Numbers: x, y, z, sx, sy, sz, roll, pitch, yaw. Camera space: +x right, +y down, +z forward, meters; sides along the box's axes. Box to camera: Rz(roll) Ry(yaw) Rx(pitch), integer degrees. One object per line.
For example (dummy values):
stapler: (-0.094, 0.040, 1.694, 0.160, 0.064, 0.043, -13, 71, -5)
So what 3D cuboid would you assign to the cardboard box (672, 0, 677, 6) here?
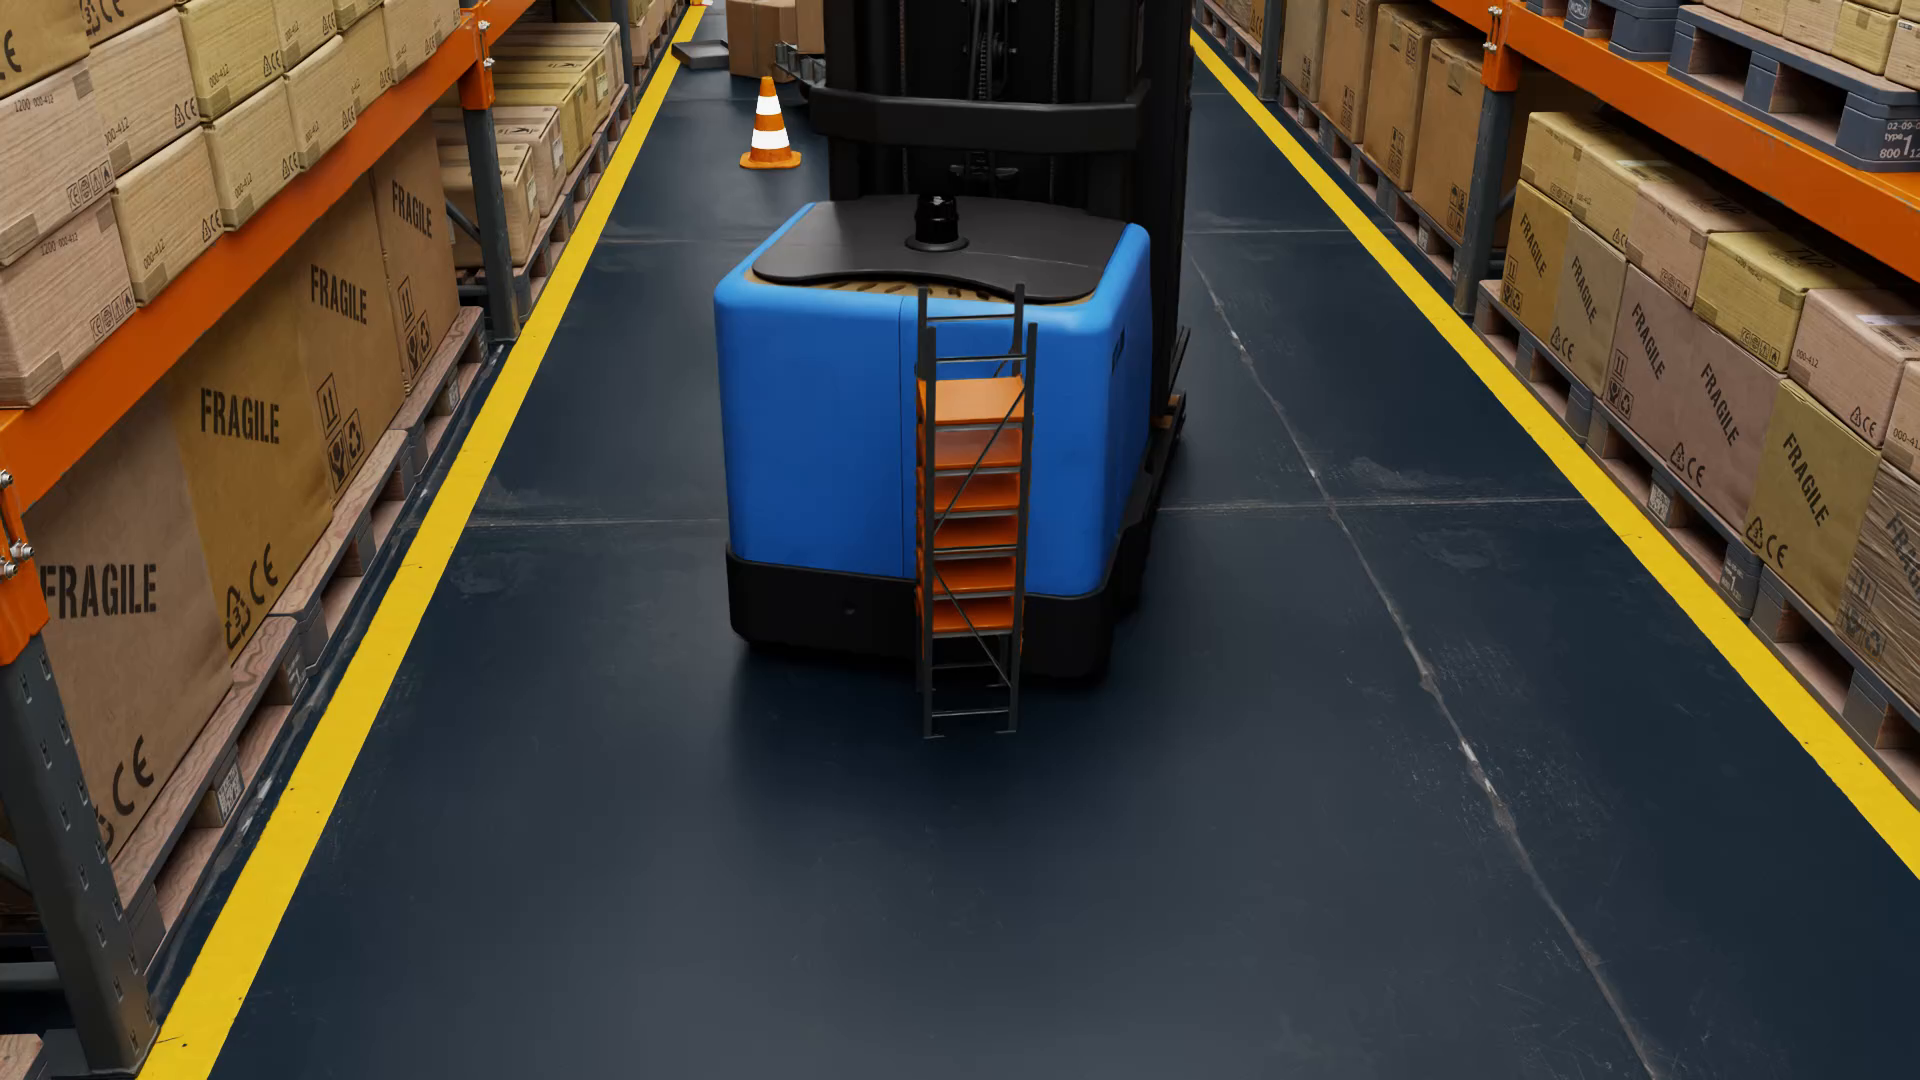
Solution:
cardboard box: (-2.402, -4.201, 12.580, 0.500, 0.250, 0.500, -1, 28, -2)

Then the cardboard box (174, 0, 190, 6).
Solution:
cardboard box: (-1.919, -1.462, 3.621, 0.500, 0.500, 0.500, -2, 28, -4)

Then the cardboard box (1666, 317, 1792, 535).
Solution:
cardboard box: (2.493, -0.352, 4.931, 0.500, 0.500, 0.500, -2, 28, -4)

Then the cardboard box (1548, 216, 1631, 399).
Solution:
cardboard box: (2.435, -0.825, 5.837, 0.500, 0.500, 0.500, -1, 28, -2)

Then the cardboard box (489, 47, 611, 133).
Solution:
cardboard box: (-2.452, -2.440, 9.072, 0.950, 0.372, 0.625, 0, 28, 1)

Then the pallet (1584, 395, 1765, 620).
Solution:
pallet: (2.724, -0.153, 5.314, 1.003, 0.211, 1.213, -1, 28, -3)

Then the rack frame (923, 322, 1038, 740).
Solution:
rack frame: (0.036, 0.021, 3.924, 0.240, 1.200, 0.006, -3, 37, -6)

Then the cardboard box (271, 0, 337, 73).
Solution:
cardboard box: (-1.930, -1.371, 4.257, 0.500, 0.250, 0.500, -2, 28, -4)

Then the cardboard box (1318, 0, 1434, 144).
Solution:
cardboard box: (2.584, -2.618, 9.004, 1.050, 0.750, 0.750, -1, 28, -3)

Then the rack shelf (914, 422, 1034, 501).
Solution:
rack shelf: (0.029, -0.190, 3.881, 0.258, 0.103, 0.180, -3, 37, -6)

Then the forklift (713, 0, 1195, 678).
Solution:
forklift: (0.191, -1.598, 5.145, 1.130, 2.935, 3.031, 6, 28, 12)

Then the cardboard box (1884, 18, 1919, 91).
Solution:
cardboard box: (2.556, -1.197, 4.120, 0.380, 0.149, 0.250, -3, 28, -5)

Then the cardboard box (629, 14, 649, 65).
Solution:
cardboard box: (-2.284, -3.239, 10.736, 0.500, 0.250, 0.500, -3, 28, -5)

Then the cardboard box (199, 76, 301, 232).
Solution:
cardboard box: (-1.904, -0.918, 3.928, 0.500, 0.250, 0.500, -2, 28, -3)

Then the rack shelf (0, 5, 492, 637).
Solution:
rack shelf: (-2.210, -0.903, 4.516, 1.077, 0.370, 4.000, -1, 28, -3)

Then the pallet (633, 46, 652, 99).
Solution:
pallet: (-2.594, -3.066, 10.900, 1.003, 0.211, 1.213, -1, 28, -3)

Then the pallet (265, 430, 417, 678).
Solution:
pallet: (-2.288, 0.019, 4.986, 1.003, 0.211, 1.213, -1, 28, -3)

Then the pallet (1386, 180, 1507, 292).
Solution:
pallet: (2.658, -1.441, 7.786, 1.003, 0.211, 1.213, -1, 28, -3)

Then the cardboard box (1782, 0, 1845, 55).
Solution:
cardboard box: (2.529, -1.443, 4.590, 0.380, 0.149, 0.250, -2, 28, -4)

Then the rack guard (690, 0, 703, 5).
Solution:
rack guard: (-2.728, -4.697, 13.715, 1.175, 0.500, 0.348, -1, 28, -3)

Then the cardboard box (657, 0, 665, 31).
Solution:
cardboard box: (-2.354, -3.730, 11.678, 0.500, 0.250, 0.500, -2, 28, -3)

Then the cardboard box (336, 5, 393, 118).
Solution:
cardboard box: (-1.976, -1.384, 4.821, 0.500, 0.250, 0.500, -2, 28, -3)

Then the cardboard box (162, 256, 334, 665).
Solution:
cardboard box: (-2.273, -0.244, 4.318, 0.875, 0.875, 0.875, -1, 28, -1)

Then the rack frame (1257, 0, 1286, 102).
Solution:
rack frame: (2.415, -4.159, 9.981, 1.000, 3.000, 0.127, -1, 28, -3)

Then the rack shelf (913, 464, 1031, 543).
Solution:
rack shelf: (0.027, -0.093, 3.953, 0.258, 0.103, 0.180, -3, 37, -6)

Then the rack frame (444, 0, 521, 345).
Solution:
rack frame: (-2.314, -2.146, 6.120, 1.000, 3.000, 0.127, -1, 28, -3)

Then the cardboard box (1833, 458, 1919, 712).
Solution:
cardboard box: (2.542, 0.122, 4.022, 0.500, 0.500, 0.500, -2, 28, -4)

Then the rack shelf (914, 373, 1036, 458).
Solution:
rack shelf: (0.031, -0.287, 3.810, 0.258, 0.103, 0.180, -3, 37, -6)

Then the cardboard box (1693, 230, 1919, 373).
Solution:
cardboard box: (2.486, -0.694, 4.776, 0.500, 0.250, 0.500, -3, 28, -5)

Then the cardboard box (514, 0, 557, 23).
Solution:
cardboard box: (-2.822, -3.559, 10.539, 0.500, 0.500, 0.500, -2, 28, -3)

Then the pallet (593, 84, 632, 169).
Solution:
pallet: (-2.481, -2.397, 9.618, 1.003, 0.211, 1.213, -1, 28, -3)

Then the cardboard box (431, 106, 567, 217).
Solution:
cardboard box: (-2.381, -1.769, 7.785, 0.950, 0.372, 0.625, -2, 28, -4)

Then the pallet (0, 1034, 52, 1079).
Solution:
pallet: (-2.144, 1.291, 2.547, 1.003, 0.211, 1.213, -1, 28, -3)

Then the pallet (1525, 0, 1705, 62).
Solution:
pallet: (2.767, -1.900, 5.857, 1.213, 0.211, 1.003, -1, 28, -3)

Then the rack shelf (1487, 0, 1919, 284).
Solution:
rack shelf: (2.728, -1.069, 4.835, 1.077, 0.370, 4.000, -1, 28, -3)

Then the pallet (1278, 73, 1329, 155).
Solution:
pallet: (2.530, -2.568, 9.946, 1.003, 0.211, 1.213, -1, 28, -3)

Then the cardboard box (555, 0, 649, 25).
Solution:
cardboard box: (-2.284, -3.572, 10.562, 0.500, 0.500, 0.500, 0, 28, 0)

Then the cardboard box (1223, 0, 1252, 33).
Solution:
cardboard box: (2.401, -4.112, 11.733, 0.875, 0.875, 0.875, -1, 28, -2)

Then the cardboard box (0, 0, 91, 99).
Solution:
cardboard box: (-1.841, -0.996, 2.727, 0.500, 0.500, 0.500, -1, 28, -2)

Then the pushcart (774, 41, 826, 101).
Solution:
pushcart: (-0.249, -2.908, 10.418, 1.648, 0.377, 0.936, -11, 30, -20)

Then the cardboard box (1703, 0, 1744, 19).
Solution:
cardboard box: (2.506, -1.679, 5.044, 0.380, 0.149, 0.250, -1, 28, -1)

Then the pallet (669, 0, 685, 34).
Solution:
pallet: (-2.721, -4.193, 13.061, 1.003, 0.211, 1.213, -1, 28, -3)

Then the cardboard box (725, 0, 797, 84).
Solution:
cardboard box: (-1.220, -3.413, 11.251, 0.500, 0.500, 0.500, 19, 33, 32)

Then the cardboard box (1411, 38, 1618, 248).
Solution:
cardboard box: (2.682, -1.784, 7.406, 1.050, 0.750, 0.750, -2, 28, -3)

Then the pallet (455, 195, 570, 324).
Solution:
pallet: (-2.354, -1.270, 7.457, 1.003, 0.211, 1.213, -1, 28, -3)

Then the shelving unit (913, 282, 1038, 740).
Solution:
shelving unit: (0.025, -0.033, 3.997, 0.258, 1.200, 0.189, -3, 37, -6)

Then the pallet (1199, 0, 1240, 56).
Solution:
pallet: (2.386, -3.841, 12.386, 1.003, 0.211, 1.213, -1, 28, -3)

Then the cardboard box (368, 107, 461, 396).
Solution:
cardboard box: (-2.361, -1.069, 5.899, 0.875, 0.875, 0.875, -2, 28, -3)

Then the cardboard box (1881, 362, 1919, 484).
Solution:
cardboard box: (2.541, -0.213, 3.853, 0.500, 0.250, 0.500, -2, 28, -4)

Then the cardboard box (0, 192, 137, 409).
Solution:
cardboard box: (-1.865, -0.442, 3.015, 0.500, 0.250, 0.500, -2, 28, -4)

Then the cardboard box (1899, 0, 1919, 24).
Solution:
cardboard box: (2.559, -1.333, 4.058, 0.380, 0.149, 0.250, -3, 28, -5)

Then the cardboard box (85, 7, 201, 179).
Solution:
cardboard box: (-1.902, -0.904, 3.361, 0.500, 0.250, 0.500, -1, 28, -2)

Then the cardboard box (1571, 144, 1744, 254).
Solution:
cardboard box: (2.444, -1.164, 5.676, 0.500, 0.250, 0.500, -2, 28, -3)

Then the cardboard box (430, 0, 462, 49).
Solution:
cardboard box: (-2.029, -1.852, 5.719, 0.500, 0.250, 0.500, -2, 28, -4)
